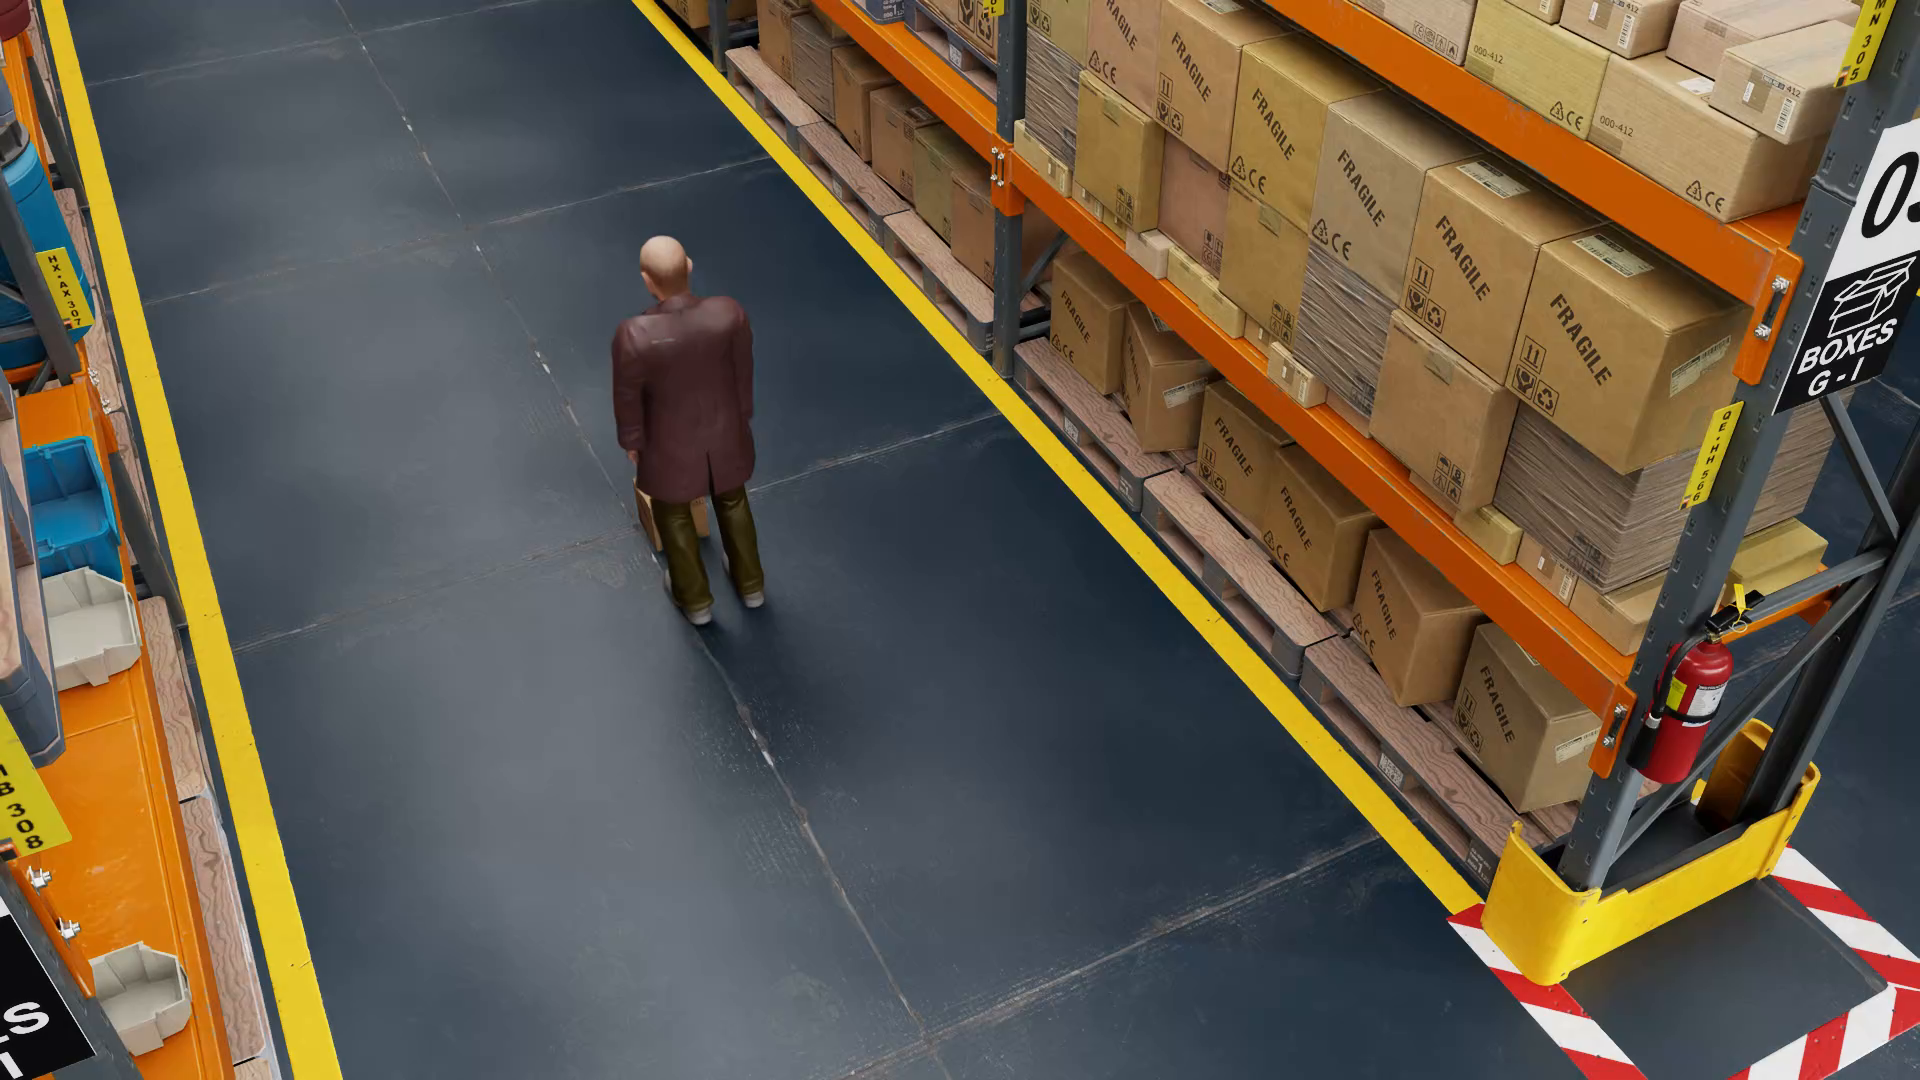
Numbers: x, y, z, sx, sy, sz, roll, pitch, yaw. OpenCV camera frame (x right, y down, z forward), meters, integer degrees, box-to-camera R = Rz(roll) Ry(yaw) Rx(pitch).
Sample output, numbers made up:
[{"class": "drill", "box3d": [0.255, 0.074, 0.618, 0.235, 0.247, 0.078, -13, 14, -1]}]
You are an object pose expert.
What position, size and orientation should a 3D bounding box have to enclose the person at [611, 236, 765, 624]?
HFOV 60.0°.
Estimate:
[{"class": "person", "box3d": [-1.094, -0.429, 6.684, 0.567, 1.768, 0.378, -18, 44, -20]}]
